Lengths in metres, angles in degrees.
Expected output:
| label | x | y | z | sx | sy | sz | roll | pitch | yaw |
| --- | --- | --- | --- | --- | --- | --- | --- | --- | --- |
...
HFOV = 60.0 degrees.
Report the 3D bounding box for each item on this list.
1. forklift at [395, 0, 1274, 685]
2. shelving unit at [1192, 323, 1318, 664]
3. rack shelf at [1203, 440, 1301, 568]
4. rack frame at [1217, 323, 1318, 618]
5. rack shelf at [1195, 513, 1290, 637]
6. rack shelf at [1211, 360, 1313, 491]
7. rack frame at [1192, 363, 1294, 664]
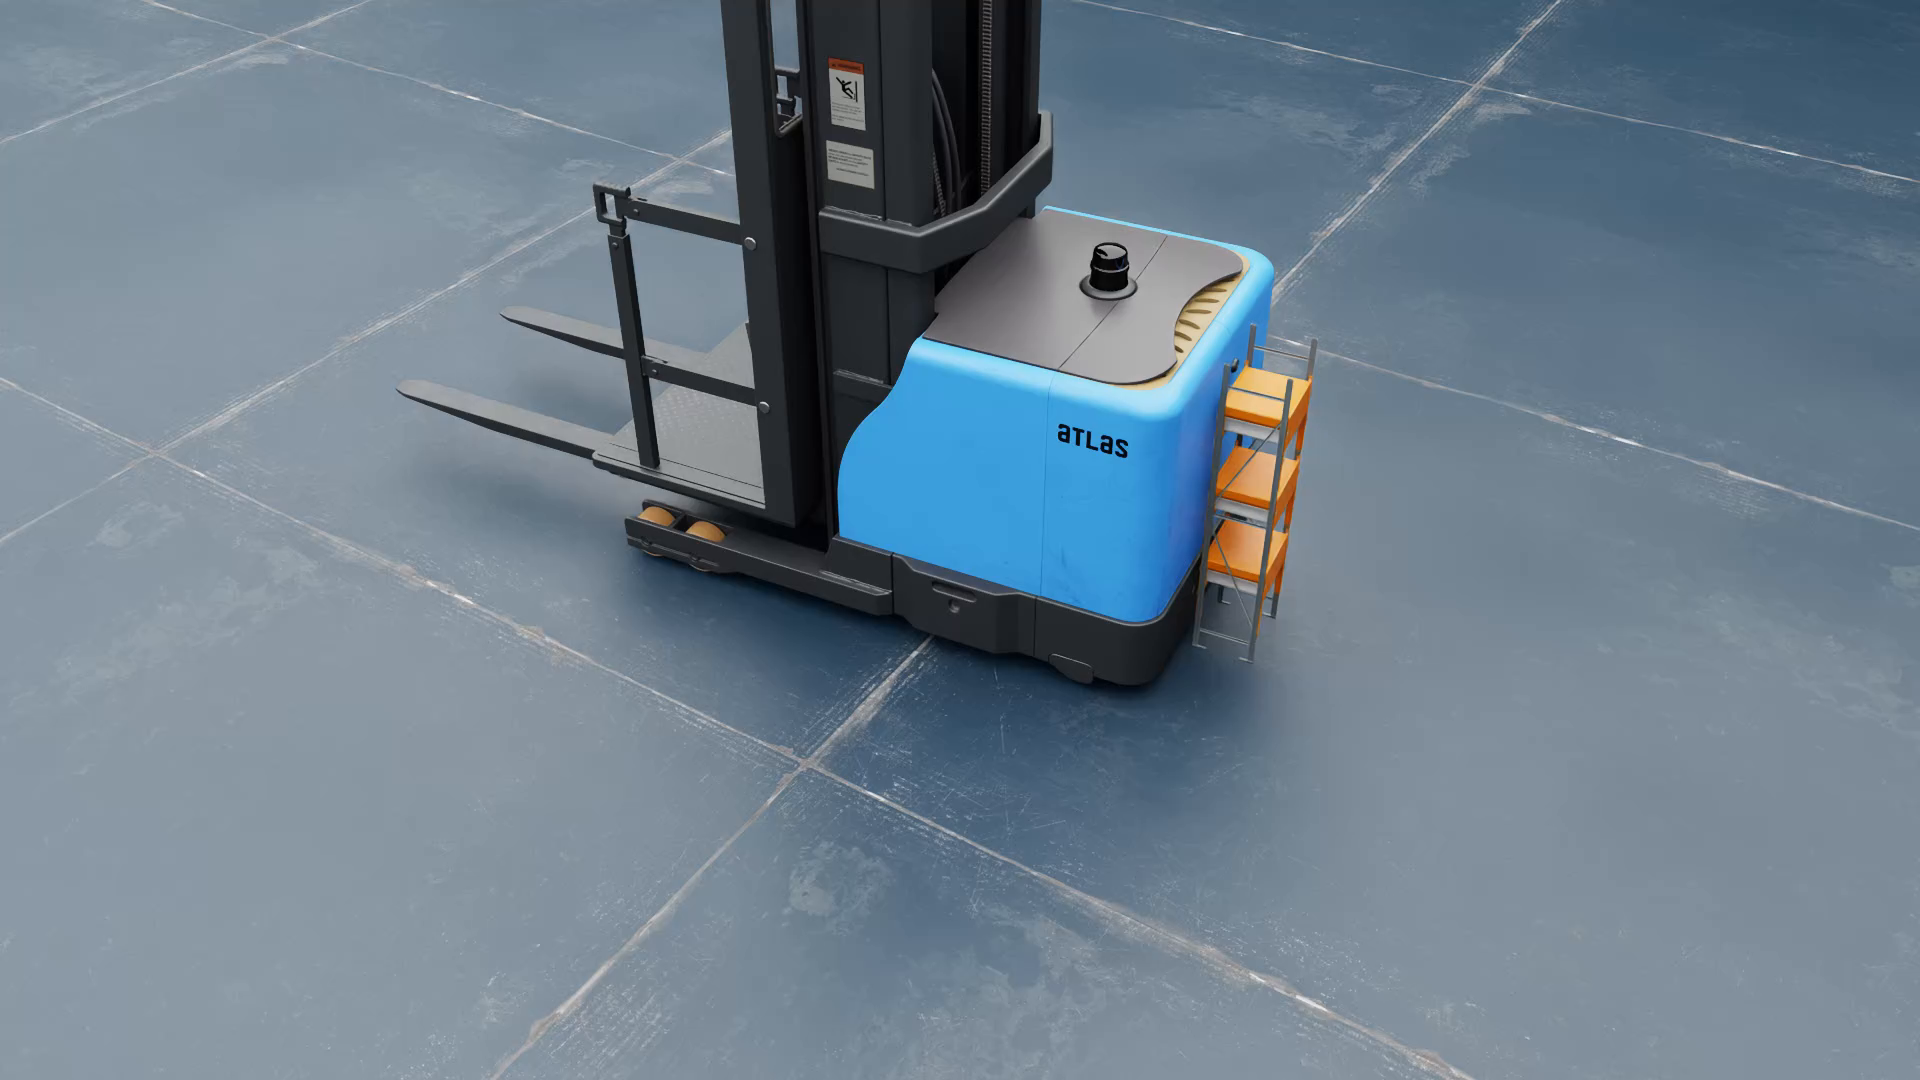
| label | x | y | z | sx | sy | sz | roll | pitch | yaw |
| --- | --- | --- | --- | --- | --- | --- | --- | --- | --- |
| forklift | -0.569 | -1.327 | 5.071 | 3.031 | 2.935 | 1.130 | 16 | 41 | 20 |
| shelving unit | 0.886 | -0.121 | 5.047 | 0.215 | 1.050 | 0.252 | 16 | 41 | 20 |
| rack shelf | 0.886 | -0.112 | 5.053 | 0.215 | 0.259 | 0.240 | 16 | 41 | 20 |
| rack frame | 0.939 | -0.188 | 5.134 | 0.200 | 1.050 | 0.008 | 16 | 41 | 20 |
| rack shelf | 0.886 | 0.108 | 5.223 | 0.215 | 0.259 | 0.240 | 16 | 41 | 20 |
| rack shelf | 0.886 | -0.337 | 4.880 | 0.215 | 0.259 | 0.240 | 16 | 41 | 20 |
| rack frame | 0.833 | -0.054 | 4.960 | 0.200 | 1.050 | 0.008 | 16 | 41 | 20 |
